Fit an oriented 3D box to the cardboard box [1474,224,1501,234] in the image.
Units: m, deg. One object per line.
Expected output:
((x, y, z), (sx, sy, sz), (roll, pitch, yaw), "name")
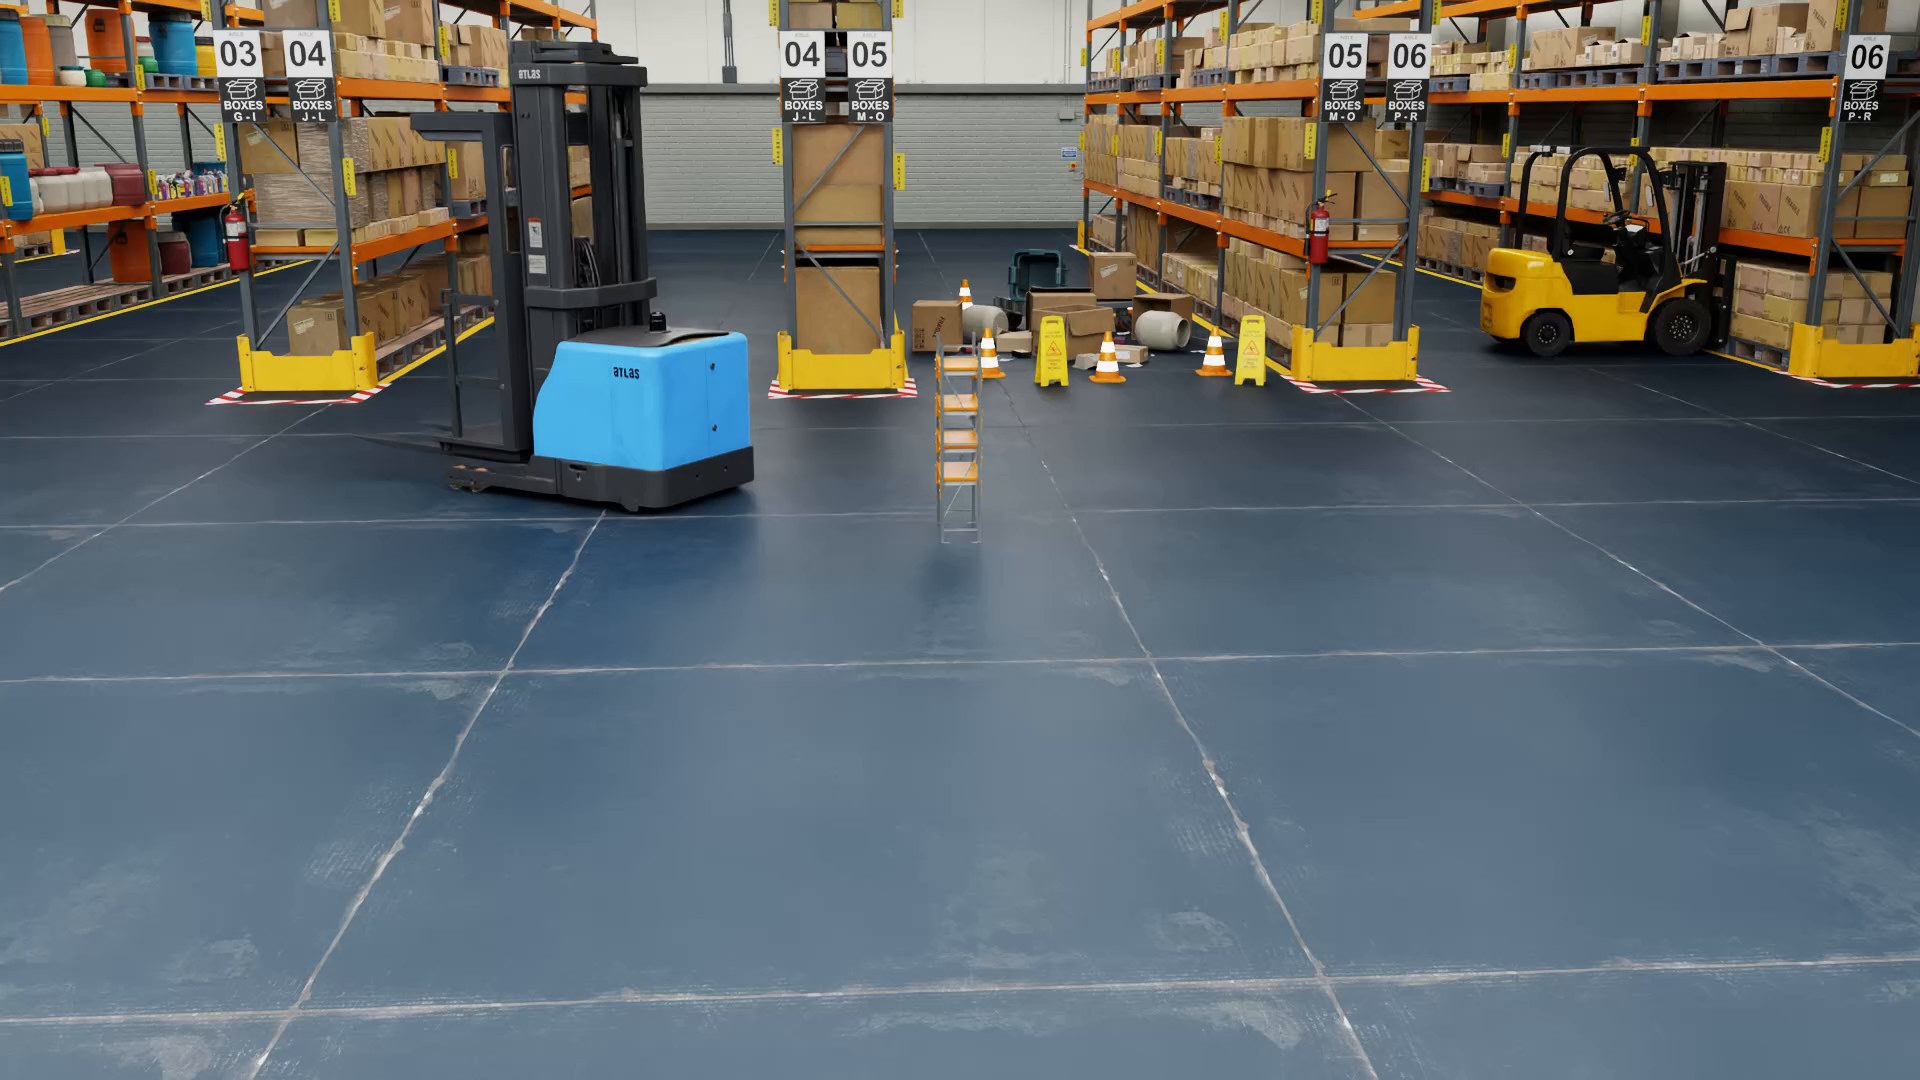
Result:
((8.006, -4.703, 25.158), (0.380, 0.149, 0.250), (0, 14, -2), "cardboard box")

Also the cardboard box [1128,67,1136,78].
((2.808, -7.218, 25.665), (0.380, 0.166, 0.250), (-2, 15, -7), "cardboard box")

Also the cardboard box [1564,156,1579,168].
((8.083, -4.909, 21.583), (0.380, 0.149, 0.250), (-1, 14, -5), "cardboard box")

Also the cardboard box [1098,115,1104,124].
((2.631, -7.357, 29.093), (0.380, 0.149, 0.250), (-1, 14, -5), "cardboard box")

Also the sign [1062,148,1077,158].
((2.407, -8.537, 36.644), (0.327, 0.218, 0.001), (-1, 14, -3), "sign")

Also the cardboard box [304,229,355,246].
((-5.848, -2.810, 15.433), (0.380, 0.149, 0.250), (-1, 14, -3), "cardboard box")

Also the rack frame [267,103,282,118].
((-12.003, -6.760, 30.280), (1.000, 3.000, 0.127), (-1, 14, -3), "rack frame")

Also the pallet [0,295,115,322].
((-11.426, -2.924, 20.968), (1.003, 0.211, 1.213), (-1, 14, -3), "pallet")

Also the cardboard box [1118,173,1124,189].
((2.843, -5.809, 26.883), (0.500, 0.250, 0.500), (-1, 14, -5), "cardboard box")

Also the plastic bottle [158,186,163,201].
((-11.198, -4.840, 23.218), (0.097, 0.201, 0.097), (0, 14, 0), "plastic bottle")

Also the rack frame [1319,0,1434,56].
((3.823, -5.916, 14.959), (1.000, 3.000, 0.127), (-1, 14, -3), "rack frame")

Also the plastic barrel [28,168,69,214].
((-11.145, -4.265, 20.311), (0.433, 0.535, 0.433), (0, 14, 0), "plastic barrel")

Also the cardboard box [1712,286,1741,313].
((8.361, -2.571, 17.671), (0.500, 0.250, 0.500), (-1, 14, -5), "cardboard box")

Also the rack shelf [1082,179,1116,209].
((2.955, -6.144, 29.329), (1.077, 0.370, 4.000), (-1, 14, -3), "rack shelf")

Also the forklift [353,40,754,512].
((-2.936, -1.845, 11.316), (3.031, 2.935, 1.130), (8, 17, 29), "forklift")

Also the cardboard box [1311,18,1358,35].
((3.507, -4.807, 15.574), (0.380, 0.149, 0.250), (-1, 14, -3), "cardboard box")

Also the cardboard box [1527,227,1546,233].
((8.560, -4.519, 24.442), (0.380, 0.149, 0.250), (0, 14, -1), "cardboard box")

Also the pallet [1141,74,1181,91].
((3.234, -6.520, 23.708), (1.213, 0.211, 1.003), (0, 14, -1), "pallet")

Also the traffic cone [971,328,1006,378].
((0.273, -1.834, 16.227), (0.336, 0.463, 0.334), (-1, 14, -3), "traffic cone")

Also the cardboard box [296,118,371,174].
((-5.830, -3.675, 15.486), (0.500, 0.500, 0.500), (-1, 14, -3), "cardboard box")

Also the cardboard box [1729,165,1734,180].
((8.446, -3.915, 17.718), (0.380, 0.149, 0.250), (-1, 14, -4), "cardboard box")

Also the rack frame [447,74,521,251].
((-6.564, -4.847, 22.845), (1.000, 3.000, 0.127), (-1, 14, -3), "rack frame")

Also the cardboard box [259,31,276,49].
((-6.397, -4.495, 14.957), (0.380, 0.149, 0.250), (-1, 14, -3), "cardboard box")

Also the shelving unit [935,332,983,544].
((-0.010, -0.622, 10.037), (0.258, 1.200, 0.503), (-1, 14, -3), "shelving unit")

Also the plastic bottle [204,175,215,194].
((-11.346, -5.362, 25.097), (0.152, 0.276, 0.135), (-1, 14, -3), "plastic bottle")

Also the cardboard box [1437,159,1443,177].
((7.736, -5.859, 26.206), (0.396, 0.266, 0.258), (0, 14, -1), "cardboard box")

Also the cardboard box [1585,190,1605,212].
((8.200, -4.256, 20.850), (0.500, 0.250, 0.500), (-1, 14, -4), "cardboard box")

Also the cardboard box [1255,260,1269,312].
((3.453, -2.696, 17.655), (0.500, 0.500, 0.500), (-1, 14, -5), "cardboard box")

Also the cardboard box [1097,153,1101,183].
((2.695, -6.538, 29.215), (0.500, 0.500, 0.500), (0, 14, -2), "cardboard box")

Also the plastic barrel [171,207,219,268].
((-11.695, -4.641, 25.412), (0.600, 0.901, 0.708), (-1, 14, -3), "plastic barrel")

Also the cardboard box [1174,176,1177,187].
((3.116, -4.858, 22.551), (0.380, 0.149, 0.250), (-2, 15, -7), "cardboard box")

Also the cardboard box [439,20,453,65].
((-6.247, -5.677, 19.000), (0.797, 0.503, 0.637), (-2, 15, -6), "cardboard box")

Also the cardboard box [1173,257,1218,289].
((3.406, -3.607, 22.455), (0.950, 0.372, 0.625), (-1, 14, -5), "cardboard box")

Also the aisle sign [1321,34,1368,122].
((3.537, -4.249, 15.305), (0.394, 0.787, 0.004), (-1, 14, -3), "aisle sign")

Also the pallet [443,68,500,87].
((-6.315, -5.627, 20.234), (1.213, 0.211, 1.003), (-1, 14, -3), "pallet")

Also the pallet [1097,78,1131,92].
((2.966, -7.911, 28.911), (1.003, 0.211, 1.213), (-1, 14, -3), "pallet")

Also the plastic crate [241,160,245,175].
((-11.560, -6.051, 27.277), (0.402, 0.464, 0.583), (-1, 14, -3), "plastic crate")

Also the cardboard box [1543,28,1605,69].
((8.214, -6.523, 22.093), (0.700, 0.500, 0.500), (-1, 14, -5), "cardboard box")

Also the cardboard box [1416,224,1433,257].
((7.838, -4.941, 27.385), (0.500, 0.500, 0.500), (0, 14, -1), "cardboard box")

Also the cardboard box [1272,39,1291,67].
((3.455, -4.912, 16.780), (0.500, 0.250, 0.500), (0, 14, -2), "cardboard box")

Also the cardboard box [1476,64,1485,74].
((7.965, -7.056, 24.910), (0.380, 0.149, 0.250), (0, 14, -2), "cardboard box")

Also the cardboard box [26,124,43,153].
((-16.645, -7.111, 29.436), (0.500, 0.500, 0.500), (-1, 14, -4), "cardboard box")

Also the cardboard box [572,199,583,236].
((-6.773, -5.182, 27.566), (0.875, 0.875, 0.875), (-1, 14, -3), "cardboard box")

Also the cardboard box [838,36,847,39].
((-0.950, -5.060, 16.315), (0.500, 0.250, 0.500), (-1, 14, -4), "cardboard box")

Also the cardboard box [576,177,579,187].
((-6.531, -5.930, 27.557), (0.380, 0.149, 0.250), (0, 14, -2), "cardboard box")

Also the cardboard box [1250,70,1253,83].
((3.435, -5.129, 18.425), (0.380, 0.149, 0.250), (-1, 14, -3), "cardboard box")

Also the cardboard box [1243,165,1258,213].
((3.396, -3.834, 18.112), (0.500, 0.500, 0.500), (-1, 14, -4), "cardboard box")

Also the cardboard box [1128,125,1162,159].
((2.907, -6.163, 25.751), (0.500, 0.500, 0.500), (-1, 14, -5), "cardboard box")

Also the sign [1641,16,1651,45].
((7.988, -5.927, 19.355), (0.100, 0.325, 0.005), (-1, 14, -3), "sign")

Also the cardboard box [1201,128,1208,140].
((3.225, -5.066, 20.752), (0.380, 0.149, 0.250), (-2, 15, -6), "cardboard box")

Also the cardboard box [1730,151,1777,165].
((8.443, -4.062, 17.694), (0.380, 0.149, 0.250), (-1, 14, -3), "cardboard box")

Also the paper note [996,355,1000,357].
((0.391, -1.944, 17.561), (0.032, 0.001, 0.123), (7, 16, 26), "paper note")

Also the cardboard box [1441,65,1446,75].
((7.720, -7.321, 25.900), (0.380, 0.149, 0.250), (-1, 14, -4), "cardboard box")

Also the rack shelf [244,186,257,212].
((-11.879, -5.914, 28.437), (1.077, 0.370, 4.000), (-1, 14, -3), "rack shelf")

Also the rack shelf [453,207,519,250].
((-6.440, -4.001, 21.001), (1.077, 0.370, 4.000), (-1, 14, -3), "rack shelf")

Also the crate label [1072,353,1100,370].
((1.311, -1.804, 16.763), (0.250, 0.136, 0.298), (-9, 17, -32), "crate label")
